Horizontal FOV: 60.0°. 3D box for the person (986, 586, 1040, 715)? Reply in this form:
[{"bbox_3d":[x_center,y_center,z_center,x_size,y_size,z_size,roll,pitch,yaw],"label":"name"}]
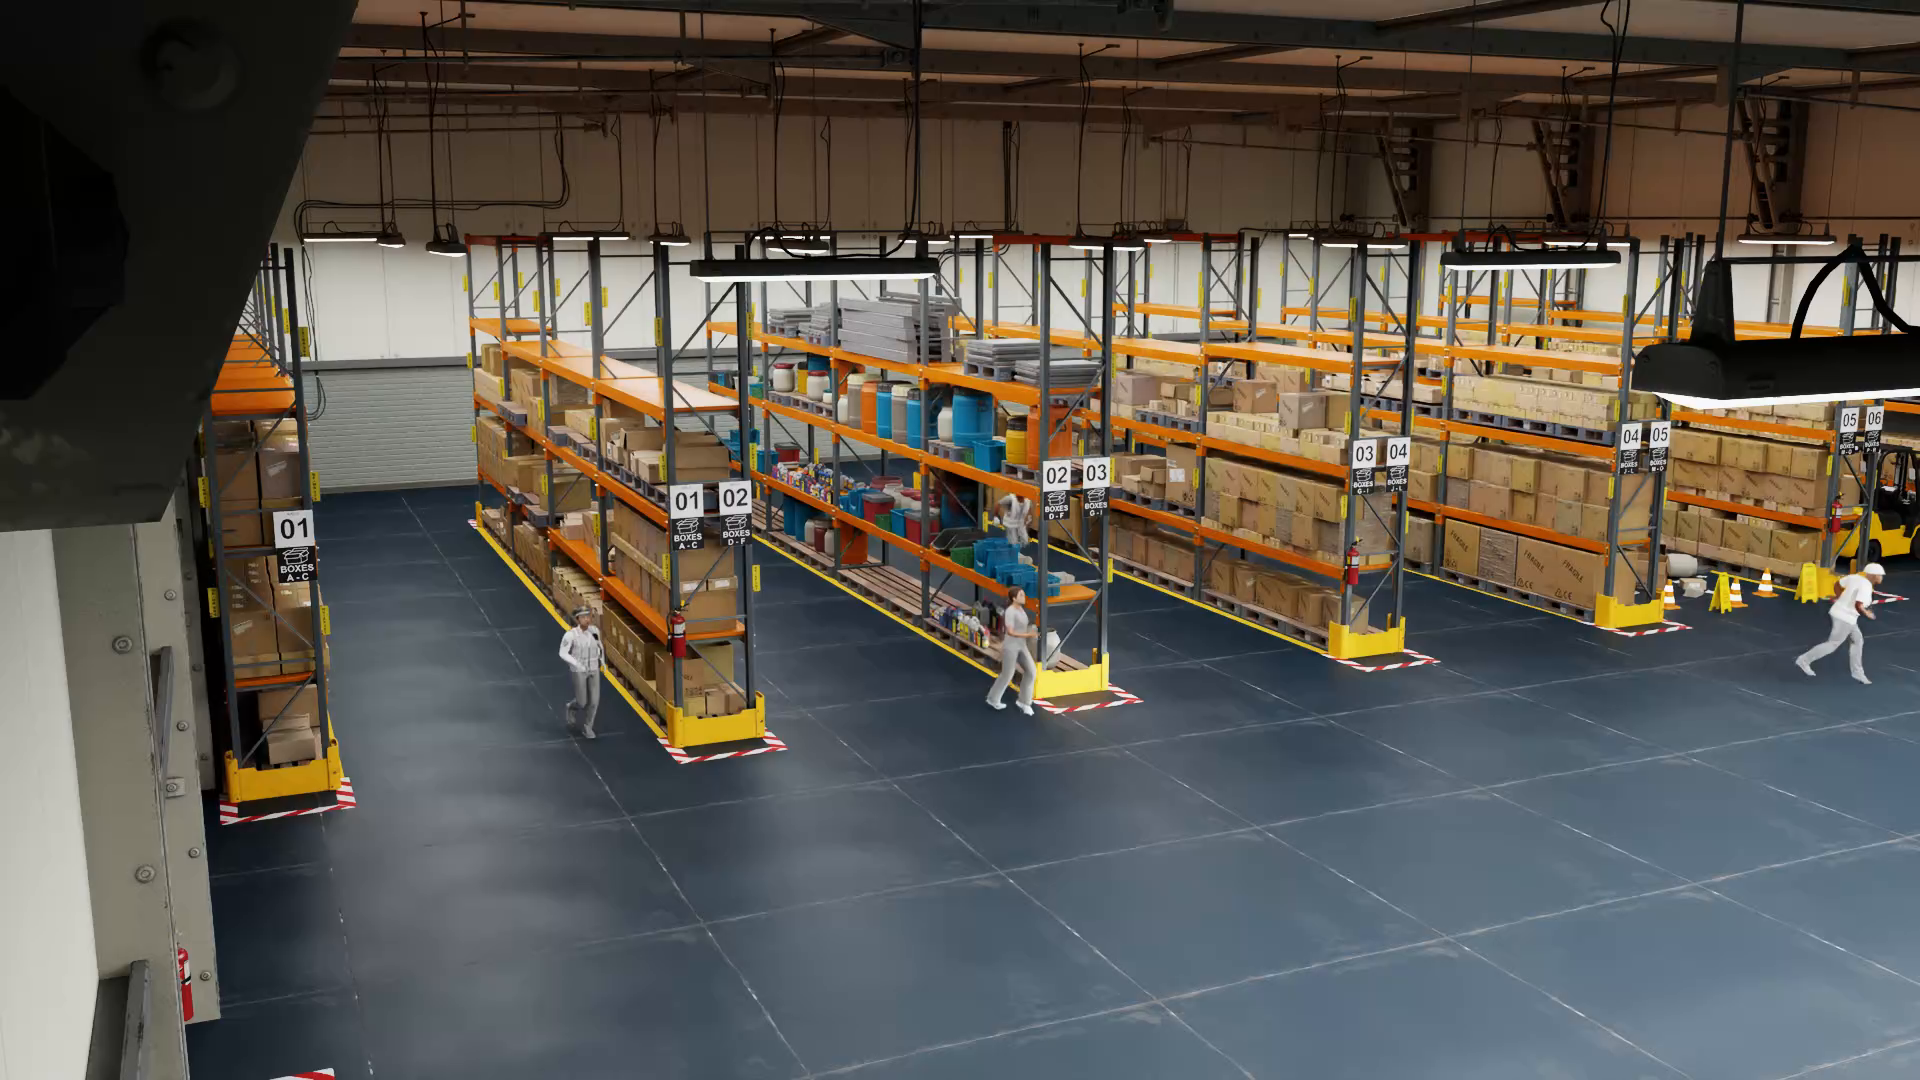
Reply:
[{"bbox_3d":[0.697,1.435,21.433,0.742,1.742,0.575,6,12,27],"label":"person"}]

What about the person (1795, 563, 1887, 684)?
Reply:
[{"bbox_3d":[12.120,1.144,22.915,1.057,1.714,0.743,2,11,9],"label":"person"}]

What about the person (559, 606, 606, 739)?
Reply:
[{"bbox_3d":[-4.646,1.603,20.532,0.609,1.648,0.611,-8,14,-37],"label":"person"}]

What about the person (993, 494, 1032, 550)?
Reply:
[{"bbox_3d":[0.979,-0.323,29.961,0.674,1.510,0.769,-8,13,-35],"label":"person"}]
